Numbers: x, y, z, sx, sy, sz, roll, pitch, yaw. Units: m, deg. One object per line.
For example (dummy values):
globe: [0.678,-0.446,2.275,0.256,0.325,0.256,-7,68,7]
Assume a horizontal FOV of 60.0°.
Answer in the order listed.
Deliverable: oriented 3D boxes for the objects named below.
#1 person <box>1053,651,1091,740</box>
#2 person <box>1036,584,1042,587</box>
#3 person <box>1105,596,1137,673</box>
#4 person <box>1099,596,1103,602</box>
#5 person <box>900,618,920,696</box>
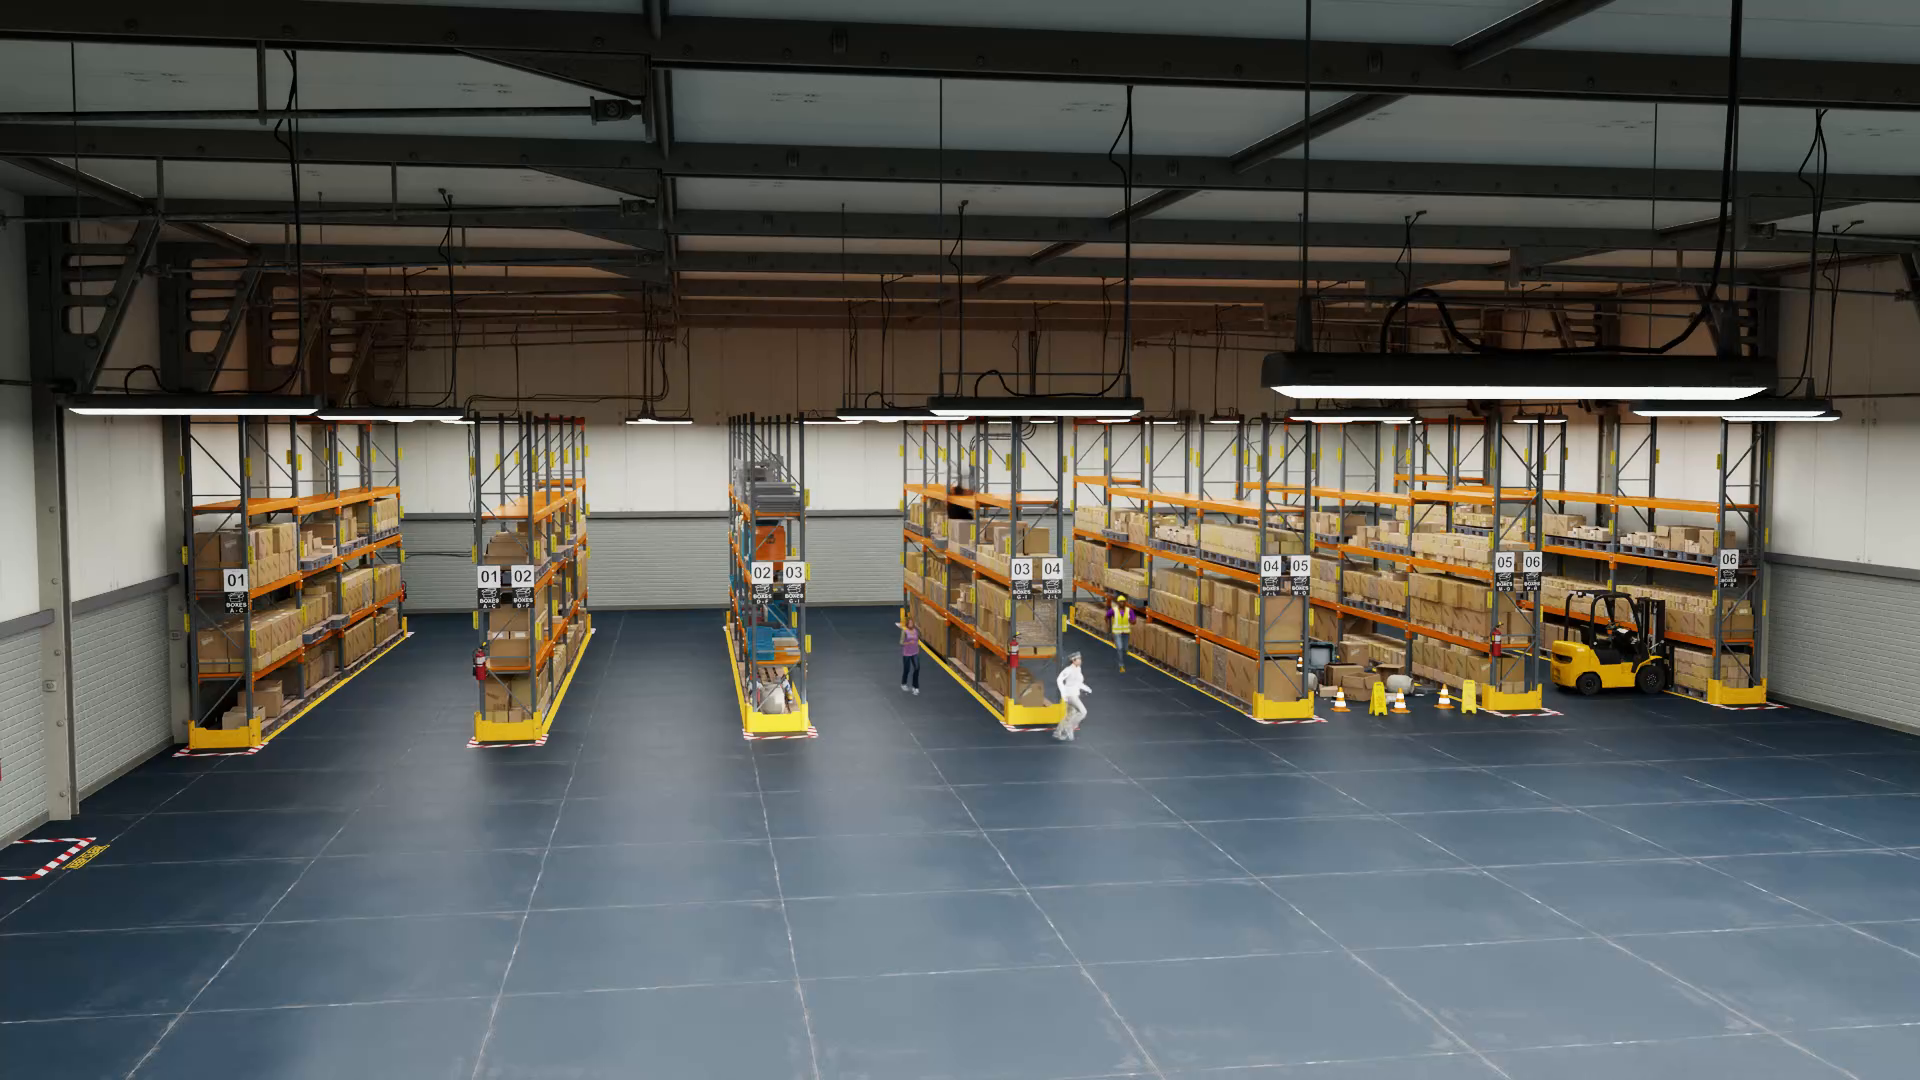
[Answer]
person: [2.037,2.828,30.268,0.721,1.622,0.512,2,4,22]
person: [2.190,1.600,47.271,0.666,1.774,1.073,0,4,-2]
person: [3.771,2.174,38.788,0.700,1.757,0.982,-1,4,-9]
person: [4.463,1.528,49.807,0.608,1.624,0.607,-1,4,-20]
person: [-1.069,2.500,35.619,0.517,1.606,0.702,-2,4,-23]
